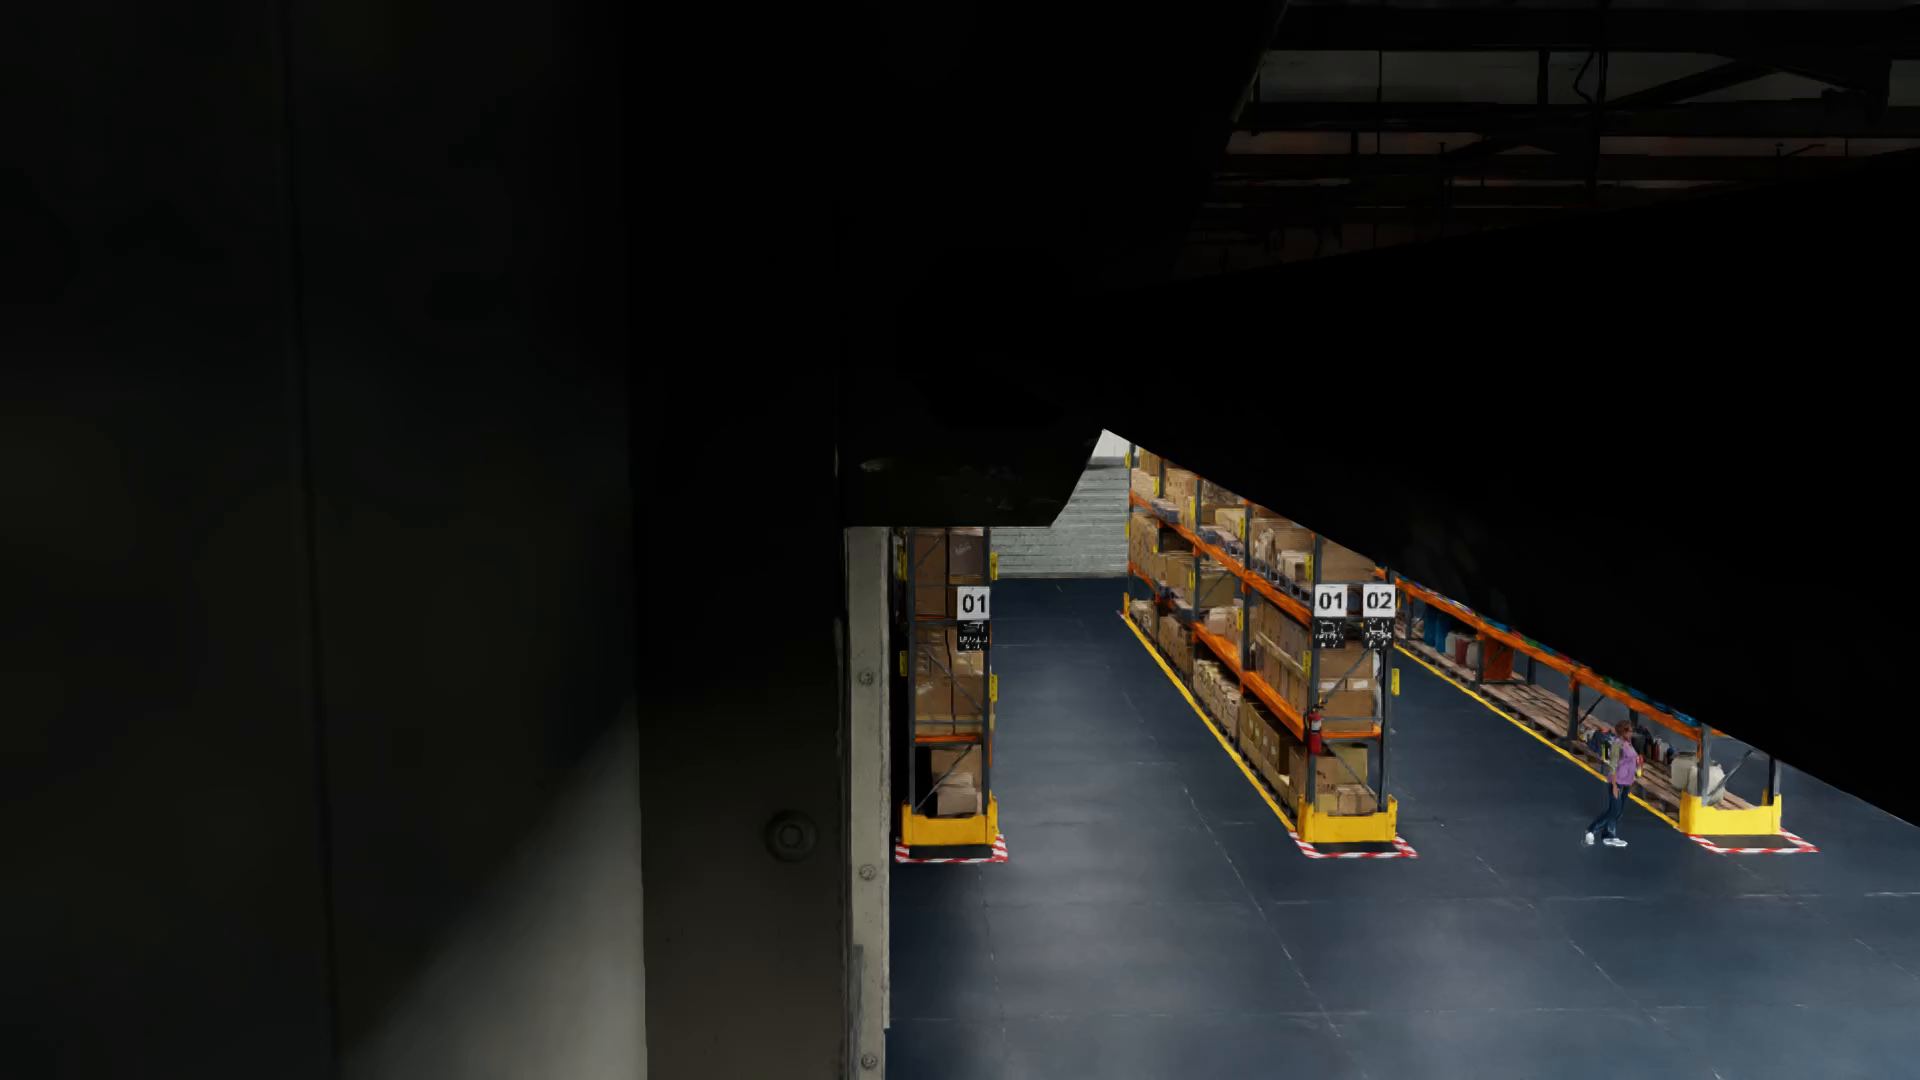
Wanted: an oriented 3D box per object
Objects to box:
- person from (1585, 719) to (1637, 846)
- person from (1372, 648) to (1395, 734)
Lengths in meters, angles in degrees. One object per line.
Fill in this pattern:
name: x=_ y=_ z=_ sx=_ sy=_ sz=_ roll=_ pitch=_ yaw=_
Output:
person: x=7.916 y=2.962 z=20.227 sx=0.469 sy=1.588 sz=0.587 roll=7 pitch=10 yaw=44
person: x=6.314 y=2.163 z=25.970 sx=0.700 sy=1.690 sz=0.863 roll=-2 pitch=8 yaw=-19
